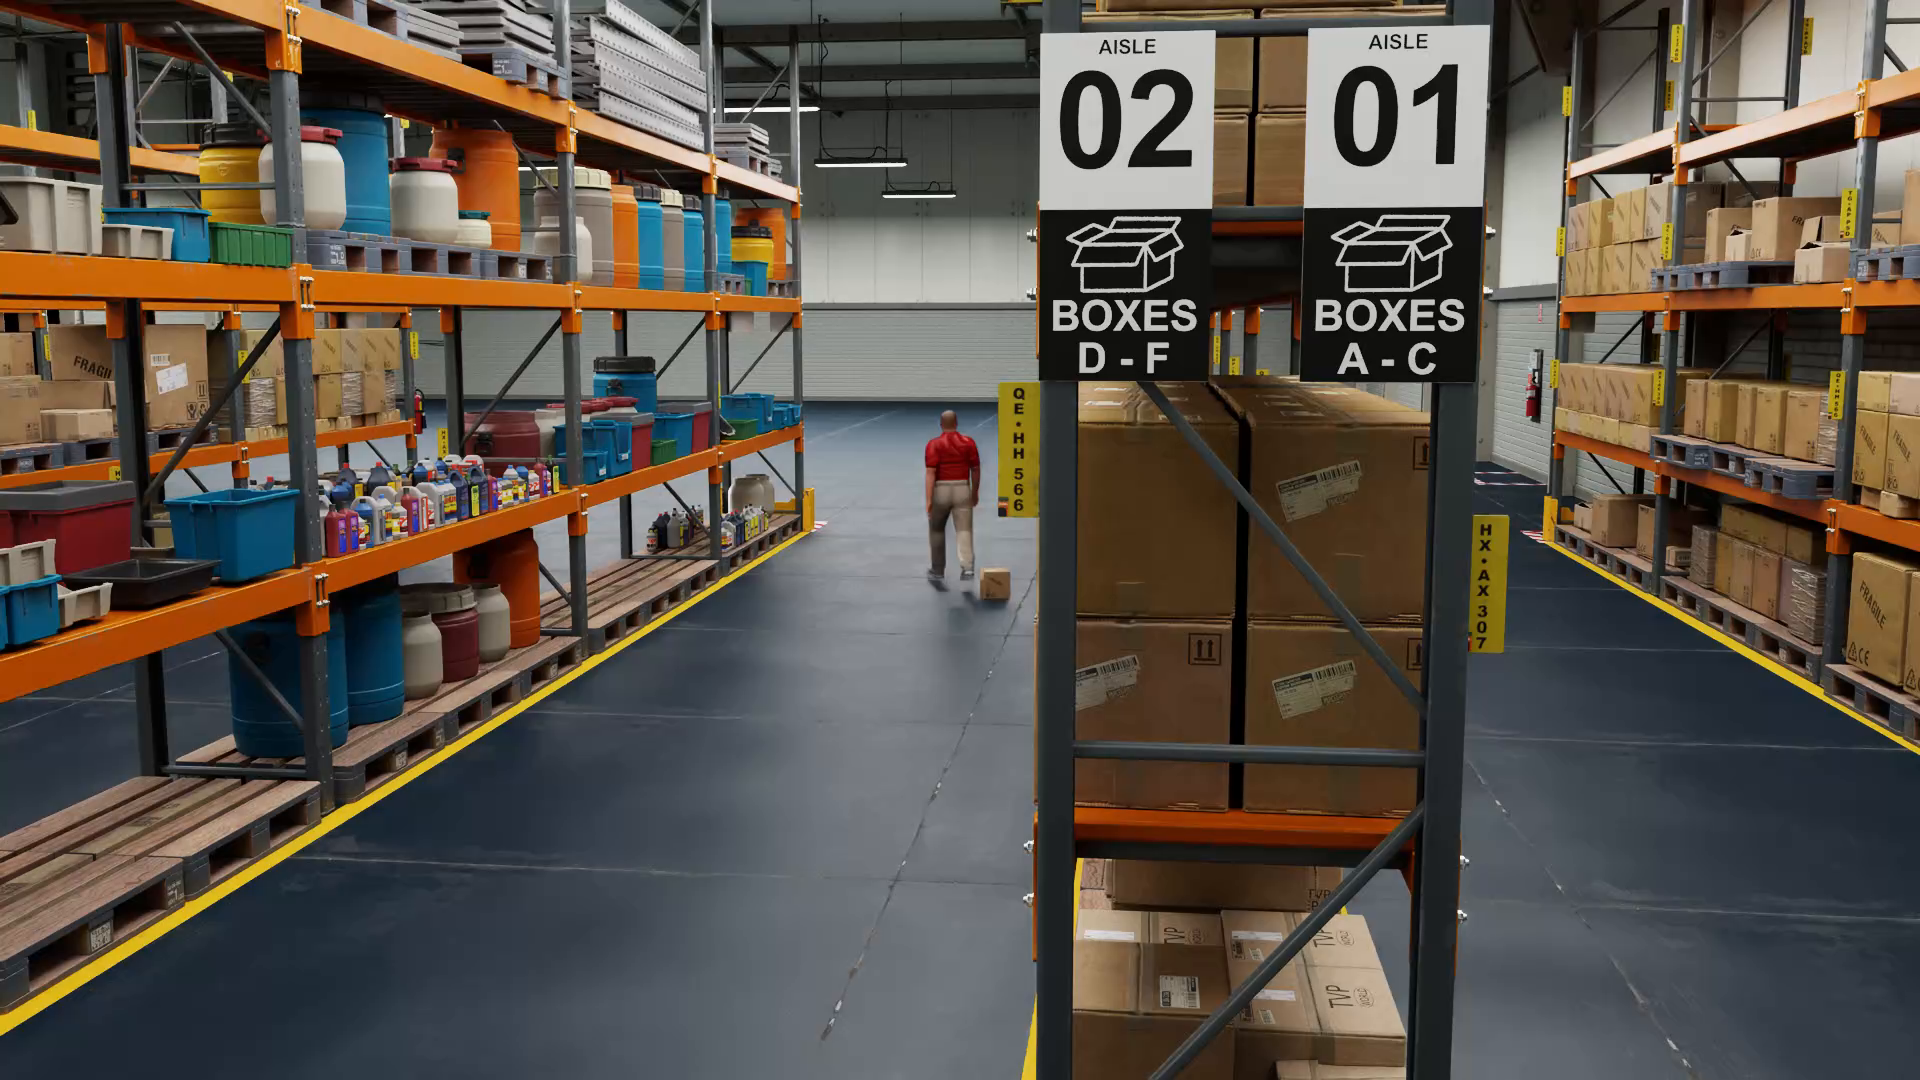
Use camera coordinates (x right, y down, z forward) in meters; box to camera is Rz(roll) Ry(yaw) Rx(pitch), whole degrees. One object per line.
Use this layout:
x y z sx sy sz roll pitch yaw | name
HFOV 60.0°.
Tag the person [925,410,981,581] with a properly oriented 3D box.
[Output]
-0.074 -0.425 16.096 0.554 1.672 1.062 -1 8 -6 | person
